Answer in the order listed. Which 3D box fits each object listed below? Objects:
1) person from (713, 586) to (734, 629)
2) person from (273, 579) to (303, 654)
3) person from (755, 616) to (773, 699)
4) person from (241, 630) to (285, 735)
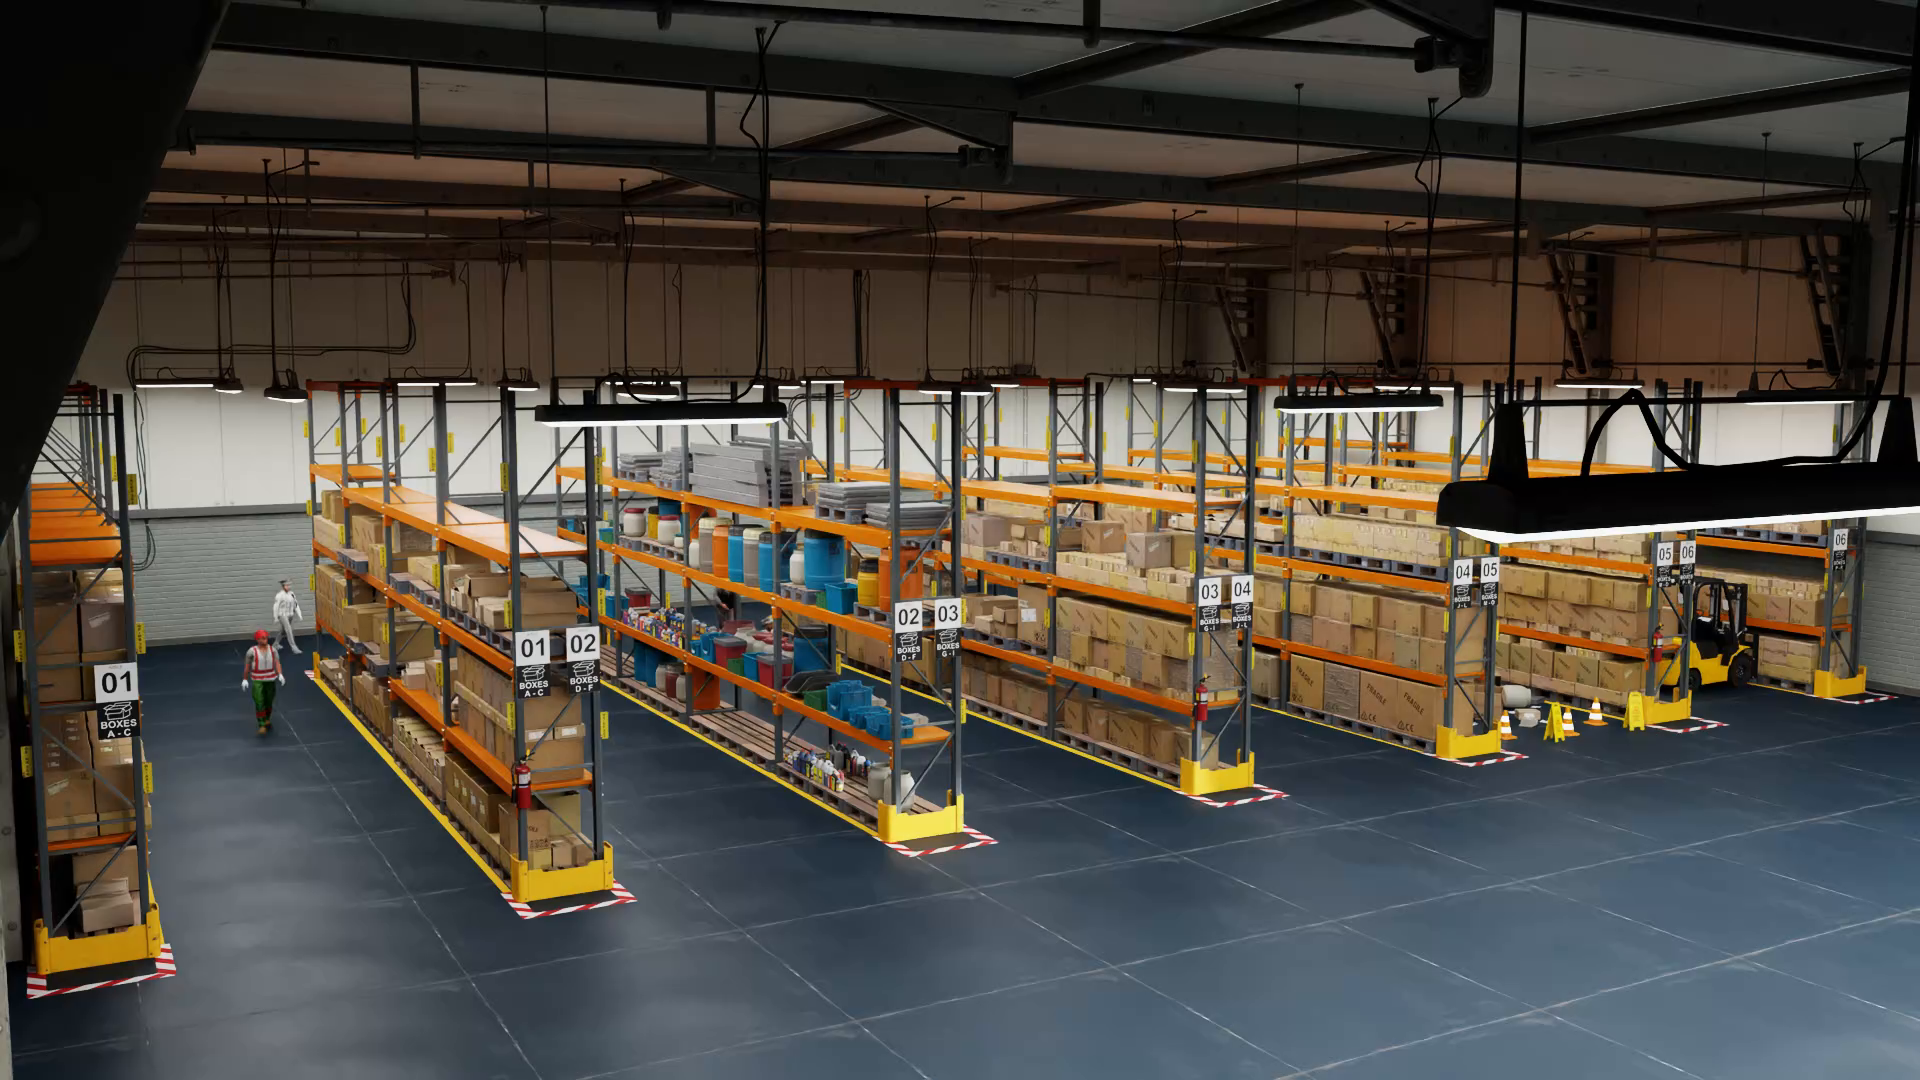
[{"bbox_3d":[-5.284,1.522,37.623,0.669,1.632,0.724,-2,6,-19],"label":"person"},{"bbox_3d":[-14.698,1.643,36.290,1.081,1.610,0.515,3,7,27],"label":"person"},{"bbox_3d":[-3.523,2.215,30.947,0.479,1.624,1.068,-6,8,-43],"label":"person"},{"bbox_3d":[-11.959,2.403,28.551,0.655,1.721,1.050,-4,7,-33],"label":"person"}]
